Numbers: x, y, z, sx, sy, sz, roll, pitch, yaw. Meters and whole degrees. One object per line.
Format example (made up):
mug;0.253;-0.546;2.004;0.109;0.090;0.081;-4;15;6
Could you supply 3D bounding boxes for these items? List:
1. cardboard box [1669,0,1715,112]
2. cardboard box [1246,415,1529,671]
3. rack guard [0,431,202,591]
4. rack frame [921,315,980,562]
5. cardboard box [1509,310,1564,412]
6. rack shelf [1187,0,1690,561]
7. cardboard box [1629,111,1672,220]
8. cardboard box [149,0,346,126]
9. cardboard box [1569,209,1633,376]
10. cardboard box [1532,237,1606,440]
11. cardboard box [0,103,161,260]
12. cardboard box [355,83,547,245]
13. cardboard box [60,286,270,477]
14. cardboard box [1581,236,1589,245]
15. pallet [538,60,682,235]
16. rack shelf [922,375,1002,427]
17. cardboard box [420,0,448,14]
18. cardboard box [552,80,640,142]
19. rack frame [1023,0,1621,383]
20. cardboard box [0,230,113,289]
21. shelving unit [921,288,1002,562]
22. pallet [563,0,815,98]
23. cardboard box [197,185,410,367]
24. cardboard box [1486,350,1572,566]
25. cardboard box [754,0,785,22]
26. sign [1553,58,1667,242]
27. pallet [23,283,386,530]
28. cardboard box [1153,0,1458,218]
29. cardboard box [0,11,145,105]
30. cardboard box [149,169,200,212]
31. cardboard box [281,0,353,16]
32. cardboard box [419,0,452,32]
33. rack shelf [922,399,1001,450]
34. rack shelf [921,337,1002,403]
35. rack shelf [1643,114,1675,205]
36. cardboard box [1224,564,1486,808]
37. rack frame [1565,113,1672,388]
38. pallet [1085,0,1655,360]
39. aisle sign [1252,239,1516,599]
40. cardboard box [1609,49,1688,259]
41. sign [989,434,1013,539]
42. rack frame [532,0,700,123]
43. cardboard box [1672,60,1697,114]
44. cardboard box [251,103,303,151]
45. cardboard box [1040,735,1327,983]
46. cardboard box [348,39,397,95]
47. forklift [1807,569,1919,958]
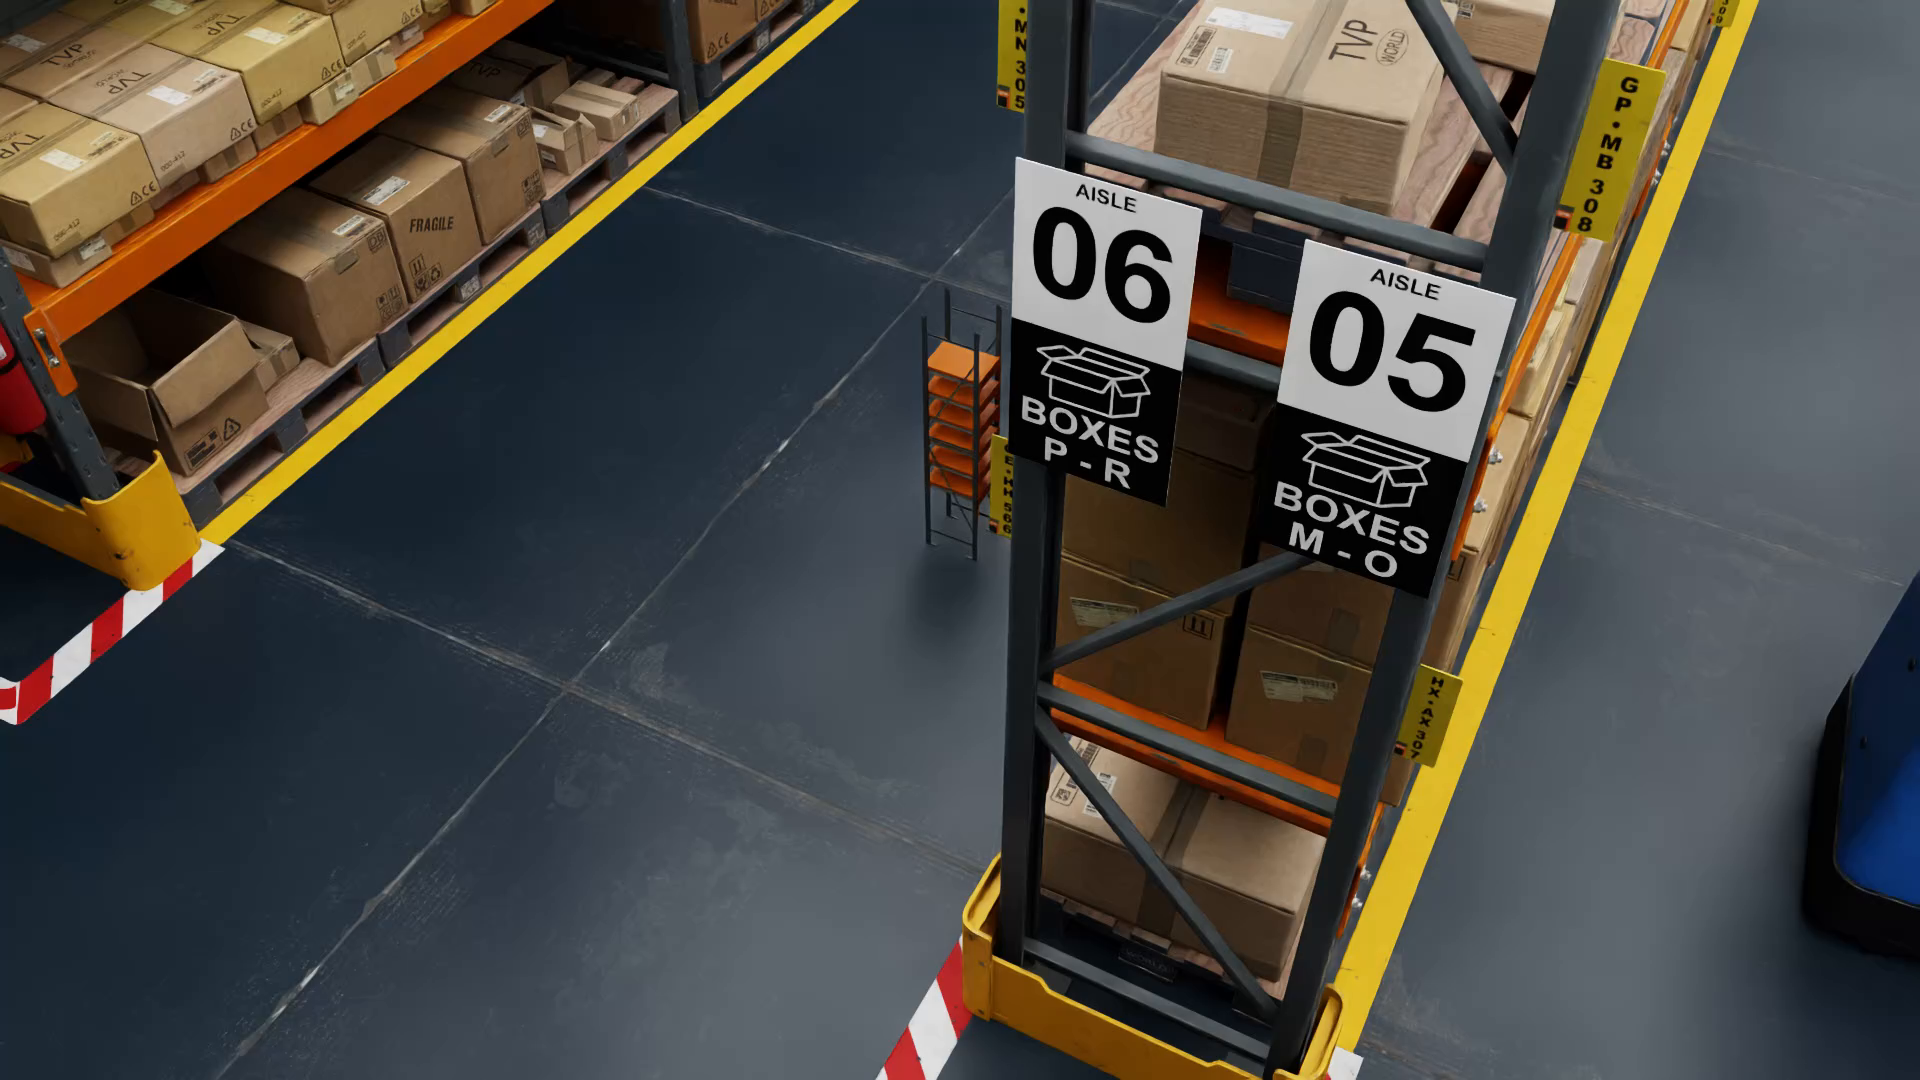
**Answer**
cardboard box;2.476;-1.962;6.087;0.500;0.500;0.500;20;49;19
cardboard box;1.069;-0.039;4.186;0.500;0.500;0.500;19;48;18
rack guard;-3.769;-0.250;6.925;1.175;0.500;0.348;20;49;19
rack frame;-0.036;-0.373;6.555;0.240;1.200;0.006;20;49;19
cardboard box;1.285;-0.506;4.191;0.380;0.149;0.250;22;49;20
rack shelf;1.522;-1.506;4.806;1.077;0.370;4.000;20;49;19
cardboard box;2.462;-1.623;6.454;0.500;0.500;0.500;21;49;19
cardboard box;-2.889;-1.967;6.762;0.500;0.250;0.500;20;49;18
cardboard box;2.007;-0.975;5.814;0.500;0.500;0.500;20;49;18
cardboard box;1.535;-0.694;4.833;0.500;0.500;0.500;20;49;19
cardboard box;-3.355;-1.329;6.131;0.500;0.250;0.500;21;49;19
cardboard box;-2.523;-1.883;8.244;0.700;0.500;0.500;19;48;18
cardboard box;-3.437;-0.705;7.077;0.797;0.503;0.637;19;48;18
cardboard box;1.619;-1.003;4.683;0.380;0.149;0.250;21;49;19
pallet;-2.267;-2.188;9.044;1.003;0.211;1.213;20;49;19
rack shelf;0.007;-0.568;6.473;0.258;0.103;0.180;20;49;19
cardboard box;-2.431;-2.621;7.407;0.500;0.250;0.500;20;49;19
cardboard box;-1.946;-2.298;8.901;0.380;0.149;0.250;19;48;18
rack frame;0.594;-1.553;2.238;1.000;3.000;0.127;20;49;19
cardboard box;-3.409;-1.109;6.193;0.380;0.149;0.250;20;49;19
shelving unit;0.007;-0.431;6.612;0.258;1.200;0.189;20;49;19
pallet;-1.604;-3.145;9.990;1.003;0.211;1.213;20;49;19
cardboard box;-3.005;-1.229;7.598;0.700;0.500;0.500;22;49;21
cardboard box;1.533;-0.329;5.176;0.500;0.500;0.500;20;49;19
cardboard box;-1.285;-3.439;9.782;0.500;0.500;0.500;20;49;19
sign;1.082;-0.647;2.781;0.100;0.325;0.005;20;49;19
pallet;-3.400;-0.651;7.525;1.003;0.211;1.213;20;49;19
cardboard box;0.723;-0.942;3.483;0.500;0.250;0.500;16;48;15
cardboard box;-3.586;-1.834;6.630;0.500;0.250;0.500;21;49;19
cardboard box;-3.241;-1.461;6.542;0.380;0.149;0.250;20;49;19
cardboard box;-2.659;-2.538;6.798;0.500;0.500;0.500;22;49;20
cardboard box;-2.531;-2.433;7.502;0.380;0.149;0.250;21;49;20
rack shelf;0.007;-0.484;6.558;0.258;0.103;0.180;20;49;19
rack shelf;0.007;-0.653;6.388;0.258;0.103;0.180;20;49;19
rack shelf;3.379;-2.971;8.363;1.077;0.370;4.000;20;49;19
cardboard box;1.071;0.313;4.541;0.500;0.500;0.500;20;49;19
rack frame;2.451;-1.964;6.862;1.000;3.000;0.127;20;49;19
pallet;0.929;-0.938;3.802;1.003;0.211;1.213;20;49;19
aisle sign;0.817;-0.217;3.308;0.394;0.787;0.004;20;49;19
cardboard box;2.005;-1.321;5.454;0.500;0.500;0.500;21;49;20
sign;0.120;-0.122;4.061;0.100;0.325;0.005;20;49;19
rack frame;-1.948;-3.601;8.479;1.000;3.000;0.127;20;49;19
cardboard box;2.889;-2.101;7.103;0.500;0.250;0.500;19;48;18
cardboard box;-2.951;-1.770;6.846;0.380;0.149;0.250;21;49;20
cardboard box;0.811;0.860;5.577;0.875;0.438;0.875;19;48;18
cardboard box;-2.663;-2.077;7.150;0.380;0.149;0.250;22;49;20
forklift;4.466;0.415;4.559;3.031;2.935;1.130;18;48;17
